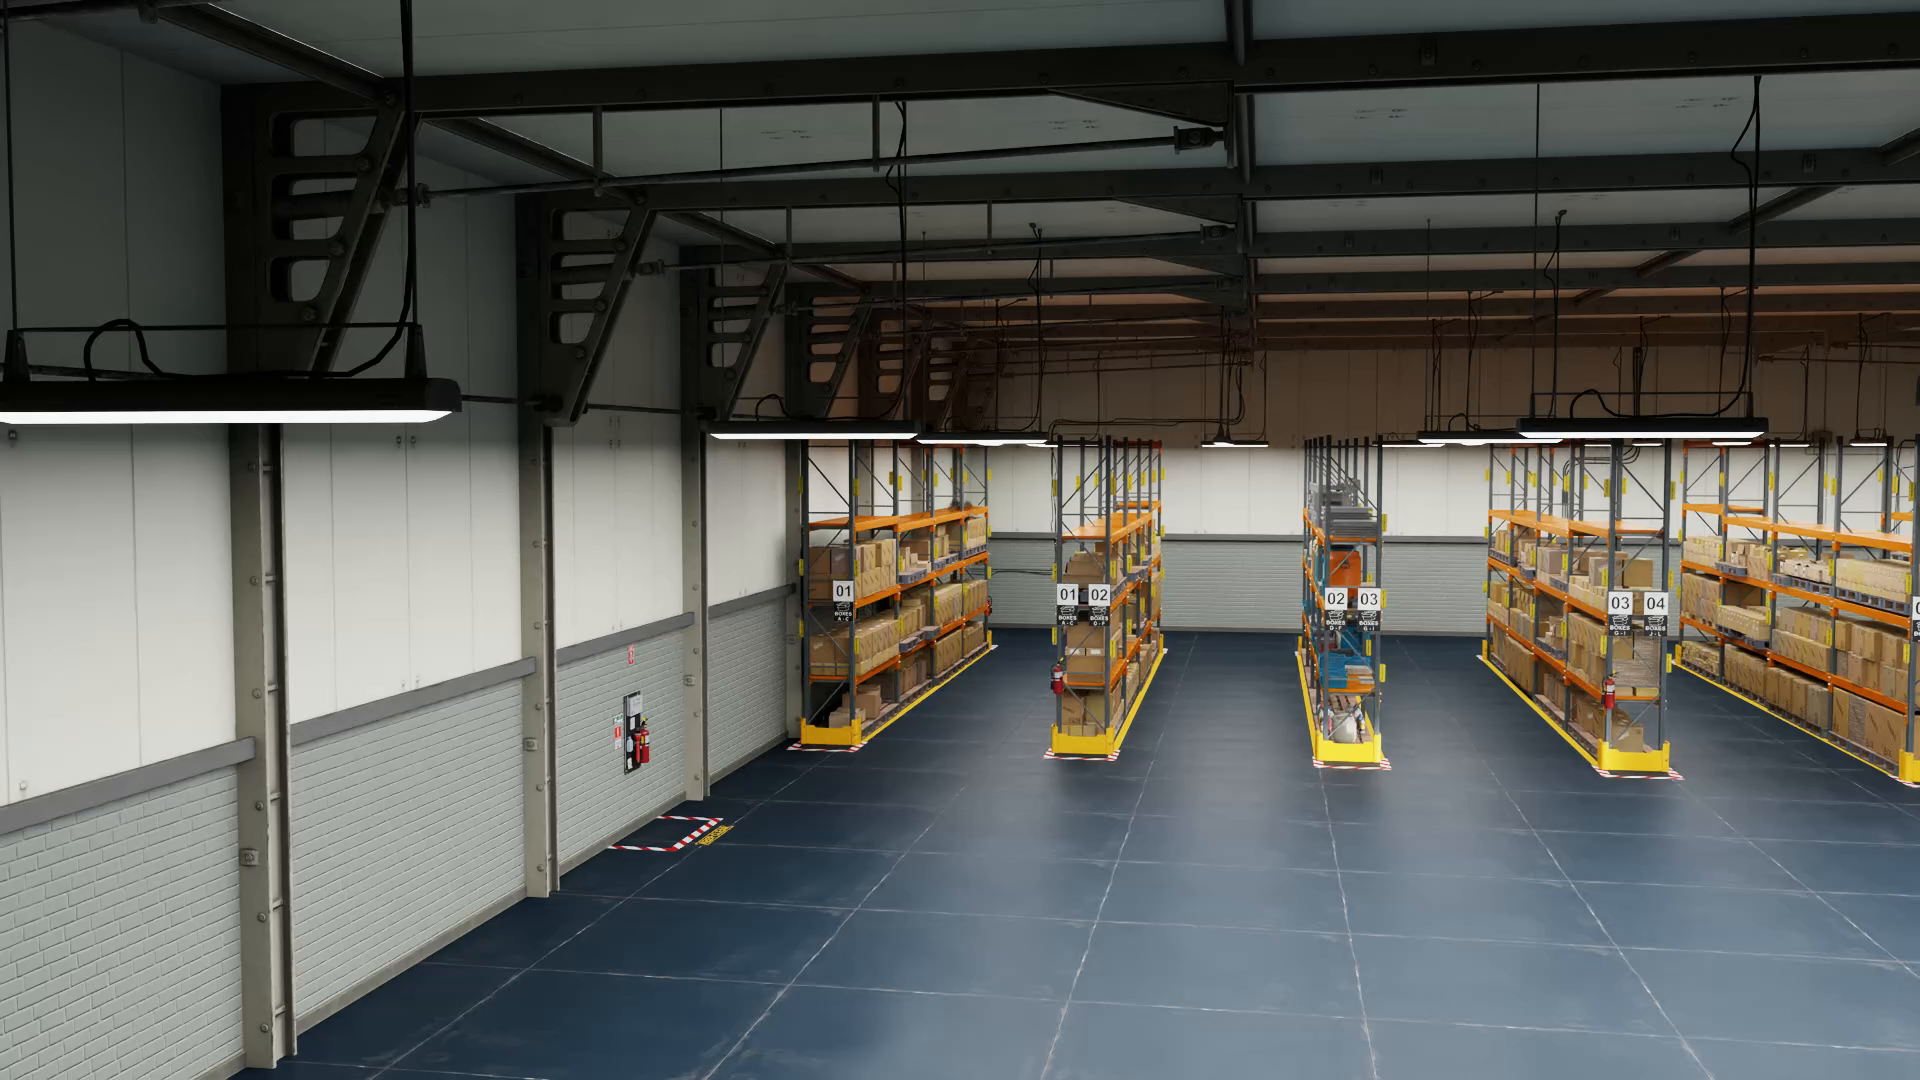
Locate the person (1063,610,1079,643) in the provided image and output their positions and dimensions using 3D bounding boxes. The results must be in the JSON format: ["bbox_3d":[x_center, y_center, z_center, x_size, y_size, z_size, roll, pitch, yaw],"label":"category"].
[{"bbox_3d":[3.018,2.528,44.678,0.489,1.542,0.823,1,3,9],"label":"person"}]

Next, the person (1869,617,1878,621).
[{"bbox_3d":[25.614,2.321,46.359,0.634,1.764,0.571,0,3,-7],"label":"person"}]
